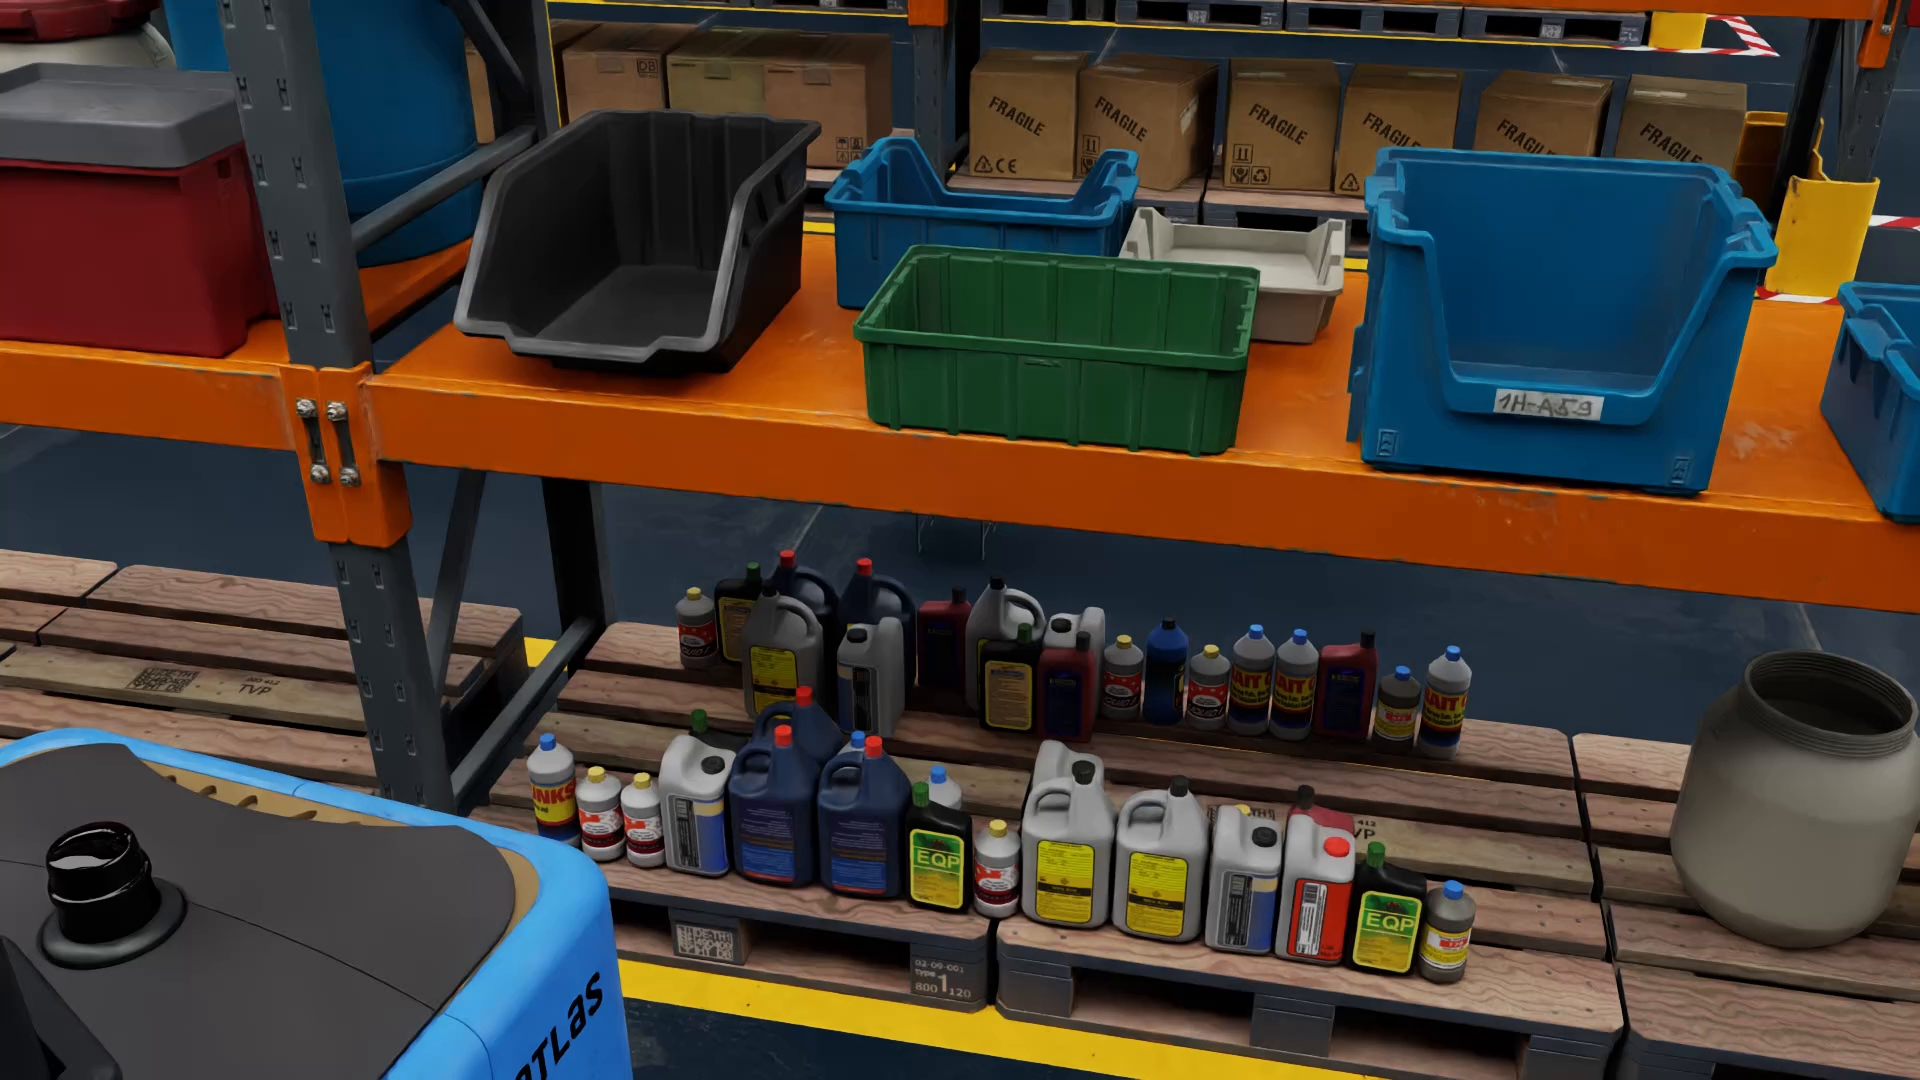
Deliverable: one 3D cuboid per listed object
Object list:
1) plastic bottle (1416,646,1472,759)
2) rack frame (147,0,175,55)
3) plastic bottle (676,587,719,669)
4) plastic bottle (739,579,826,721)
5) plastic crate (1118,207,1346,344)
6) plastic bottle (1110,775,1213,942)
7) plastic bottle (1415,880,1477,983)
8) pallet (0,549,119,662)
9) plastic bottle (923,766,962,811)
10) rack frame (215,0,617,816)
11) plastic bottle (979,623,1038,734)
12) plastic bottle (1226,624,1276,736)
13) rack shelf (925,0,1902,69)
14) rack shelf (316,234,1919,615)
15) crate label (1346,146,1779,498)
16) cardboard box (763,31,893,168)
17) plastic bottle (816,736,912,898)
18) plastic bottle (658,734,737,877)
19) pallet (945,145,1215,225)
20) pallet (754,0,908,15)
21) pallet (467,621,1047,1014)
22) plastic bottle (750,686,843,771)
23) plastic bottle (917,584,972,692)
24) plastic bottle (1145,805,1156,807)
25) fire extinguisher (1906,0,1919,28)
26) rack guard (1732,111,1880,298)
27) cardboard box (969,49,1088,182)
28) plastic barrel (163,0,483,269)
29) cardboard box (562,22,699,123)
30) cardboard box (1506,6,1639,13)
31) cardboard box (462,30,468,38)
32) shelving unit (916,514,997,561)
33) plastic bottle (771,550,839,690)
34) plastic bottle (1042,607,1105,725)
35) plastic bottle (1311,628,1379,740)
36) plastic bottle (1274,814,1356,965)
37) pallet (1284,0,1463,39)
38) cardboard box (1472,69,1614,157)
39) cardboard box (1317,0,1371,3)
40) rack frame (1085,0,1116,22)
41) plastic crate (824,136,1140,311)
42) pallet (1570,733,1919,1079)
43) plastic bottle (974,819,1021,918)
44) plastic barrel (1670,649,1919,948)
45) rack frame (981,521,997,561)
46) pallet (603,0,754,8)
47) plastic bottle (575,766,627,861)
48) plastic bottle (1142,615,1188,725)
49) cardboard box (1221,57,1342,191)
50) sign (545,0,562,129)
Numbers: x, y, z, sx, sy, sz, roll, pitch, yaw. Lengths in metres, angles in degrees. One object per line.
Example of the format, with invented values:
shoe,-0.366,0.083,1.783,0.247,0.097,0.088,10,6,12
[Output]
plastic bottle,1.121,0.367,3.840,0.097,0.271,0.097,0,29,0
rack frame,-3.961,-3.437,8.405,0.127,3.000,1.000,6,29,11
plastic bottle,-0.663,0.215,4.190,0.097,0.201,0.097,0,29,0
plastic bottle,-0.423,0.256,3.959,0.185,0.351,0.144,6,29,11
plastic crate,0.558,-0.550,3.406,0.437,0.136,0.530,6,29,11
plastic bottle,0.402,0.615,3.303,0.185,0.351,0.144,7,29,13
plastic bottle,0.941,0.747,3.217,0.097,0.201,0.097,0,29,0
pallet,-3.056,0.331,4.425,1.213,0.211,1.003,6,29,11
plastic bottle,-0.044,0.586,3.440,0.097,0.271,0.097,0,29,0
rack frame,-1.083,-0.710,3.423,0.127,3.000,1.000,6,29,11
plastic bottle,0.114,0.320,3.912,0.133,0.283,0.061,6,29,11
plastic bottle,0.688,0.322,3.921,0.097,0.271,0.097,0,29,0
rack shelf,1.907,-2.520,7.478,4.000,0.370,1.077,6,29,11
rack shelf,0.873,-0.194,3.230,4.000,0.370,1.077,6,29,11
crate label,0.972,-0.382,2.787,0.616,0.435,0.502,6,29,11
cardboard box,-0.645,-2.204,8.298,0.500,0.500,0.700,4,29,7
plastic bottle,-0.196,0.554,3.415,0.185,0.351,0.144,5,29,8
plastic bottle,-0.541,0.549,3.502,0.135,0.276,0.152,7,29,12
pallet,0.615,-1.762,8.249,1.213,0.211,1.003,6,29,11
pallet,-0.881,-4.295,12.876,1.213,0.211,1.003,6,29,11
pallet,-0.435,0.600,3.934,1.213,0.211,1.003,6,29,11
plastic bottle,-0.350,0.467,3.574,0.185,0.351,0.144,6,29,11
plastic bottle,-0.037,0.234,4.070,0.133,0.283,0.061,8,30,14
plastic bottle,0.384,0.619,3.451,0.097,0.201,0.097,0,29,0
fire extinguisher,3.879,-2.373,6.542,0.183,0.674,0.296,6,29,11
rack guard,3.789,-1.546,7.553,0.348,0.500,1.175,6,29,11
cardboard box,0.334,-2.065,8.064,0.500,0.500,0.500,5,29,9
plastic barrel,-1.398,-1.111,3.634,0.708,0.901,0.600,6,29,11
cardboard box,-1.654,-2.317,8.503,0.500,0.500,0.700,3,29,6
cardboard box,4.321,-4.243,11.652,0.875,0.875,0.875,6,29,11
cardboard box,-2.756,-2.426,8.703,0.500,0.500,0.700,3,29,6
shelving unit,-0.008,-0.396,5.035,0.210,0.900,0.258,6,29,11
plastic bottle,-0.393,0.188,4.083,0.185,0.351,0.144,5,29,9
plastic bottle,0.269,0.291,3.973,0.135,0.276,0.152,6,29,11
plastic bottle,0.903,0.330,3.894,0.133,0.283,0.061,6,29,11
plastic bottle,0.700,0.676,3.269,0.135,0.276,0.152,6,29,11
pallet,3.010,-3.898,12.150,1.213,0.211,1.003,6,29,11
cardboard box,2.664,-1.837,7.648,0.500,0.500,0.500,14,32,24
cardboard box,2.569,-4.423,11.980,0.875,0.875,0.875,6,29,11
rack frame,1.086,-5.355,11.908,0.127,3.000,1.000,6,29,11
plastic crate,0.056,-0.661,3.489,0.616,0.251,0.499,6,29,11
pallet,1.951,0.845,3.487,1.213,0.211,1.003,6,29,11
plastic bottle,0.076,0.659,3.379,0.097,0.201,0.097,0,29,0
plastic barrel,1.679,0.518,3.334,0.421,0.512,0.421,0,29,0
rack frame,0.091,-0.385,5.017,0.006,0.900,0.240,6,29,11
pallet,-2.071,-4.419,13.101,1.213,0.211,1.003,6,29,11
plastic bottle,-0.764,0.572,3.537,0.097,0.201,0.097,0,29,0
plastic bottle,0.490,0.302,3.958,0.097,0.271,0.097,0,29,0
cardboard box,1.519,-1.986,7.919,0.500,0.500,0.500,3,29,6
sign,-0.957,-1.089,3.827,0.005,0.325,0.100,6,29,11
